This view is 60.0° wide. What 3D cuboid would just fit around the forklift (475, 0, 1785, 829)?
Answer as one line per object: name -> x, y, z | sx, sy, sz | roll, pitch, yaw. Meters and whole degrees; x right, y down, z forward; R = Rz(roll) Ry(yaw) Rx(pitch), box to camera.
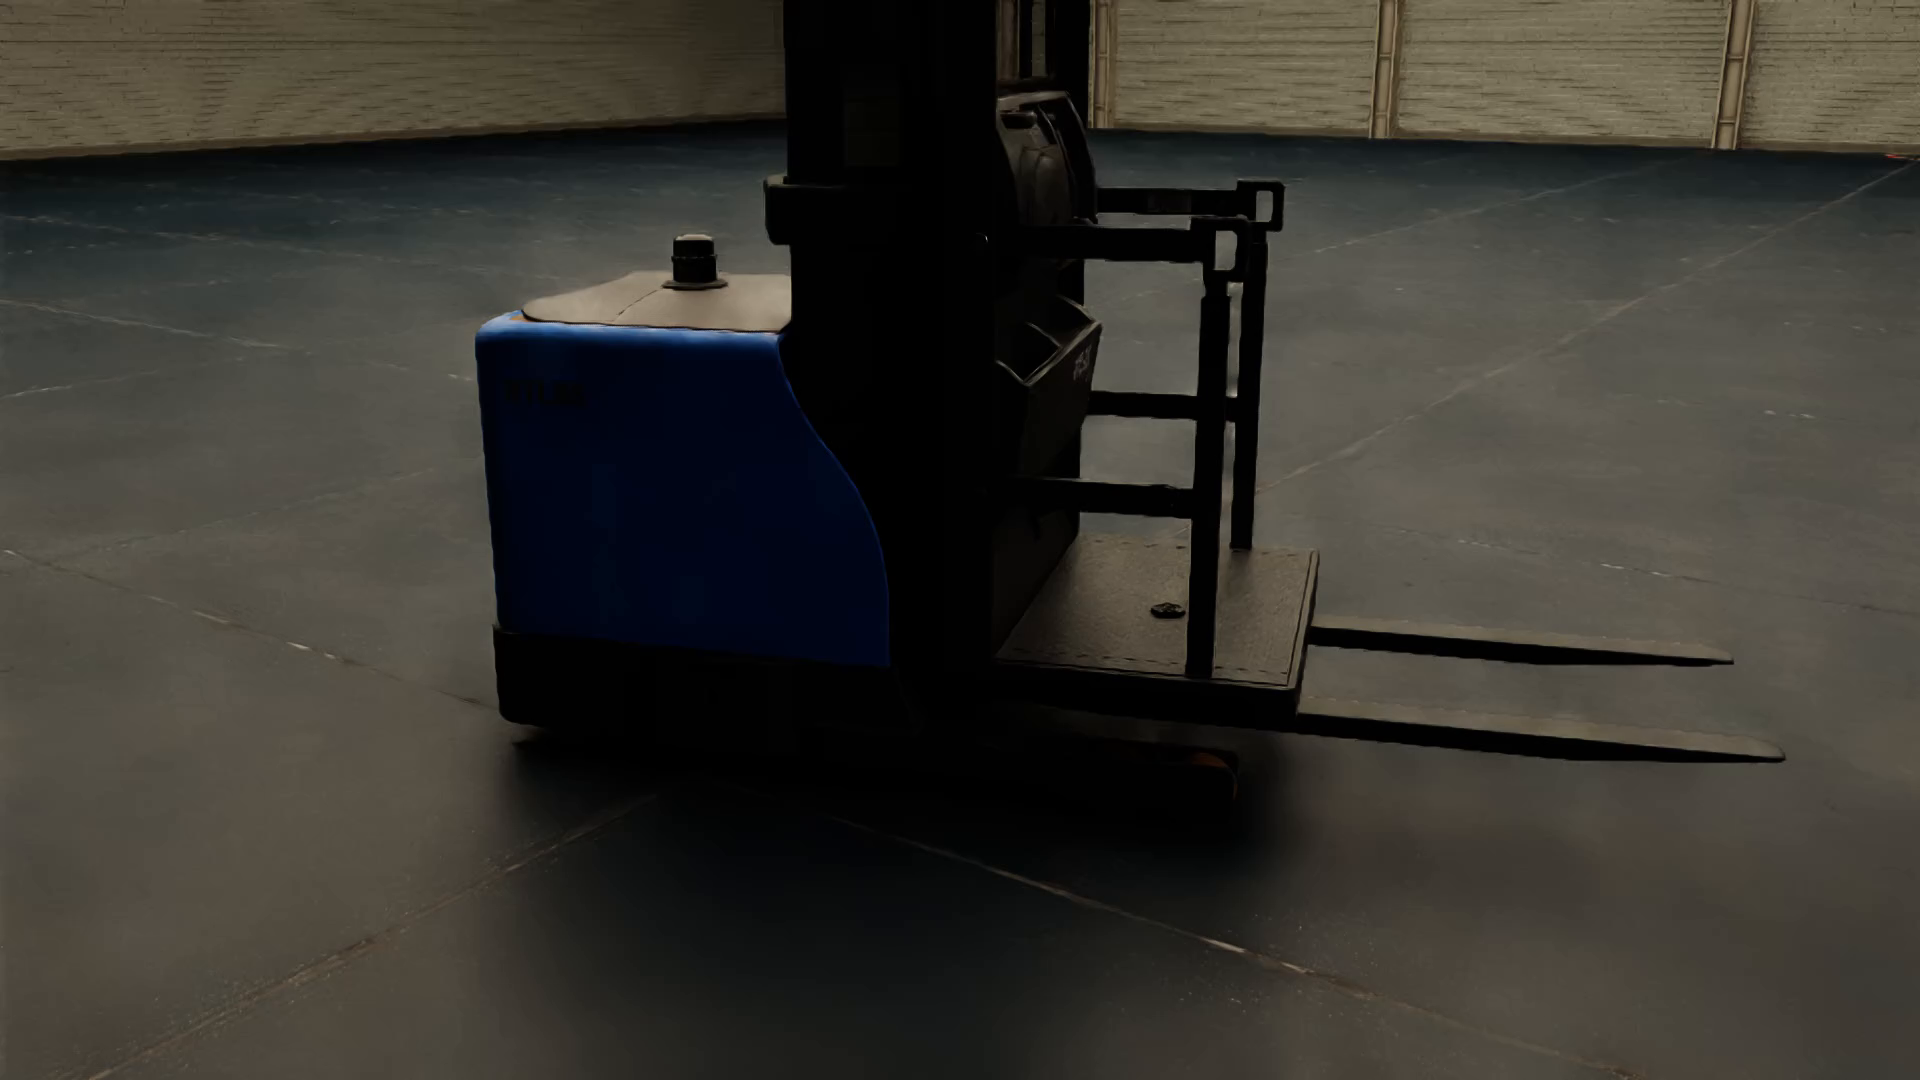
forklift -> 0.401, -0.919, 3.906 | 3.031, 2.935, 1.130 | 4, 17, 14
